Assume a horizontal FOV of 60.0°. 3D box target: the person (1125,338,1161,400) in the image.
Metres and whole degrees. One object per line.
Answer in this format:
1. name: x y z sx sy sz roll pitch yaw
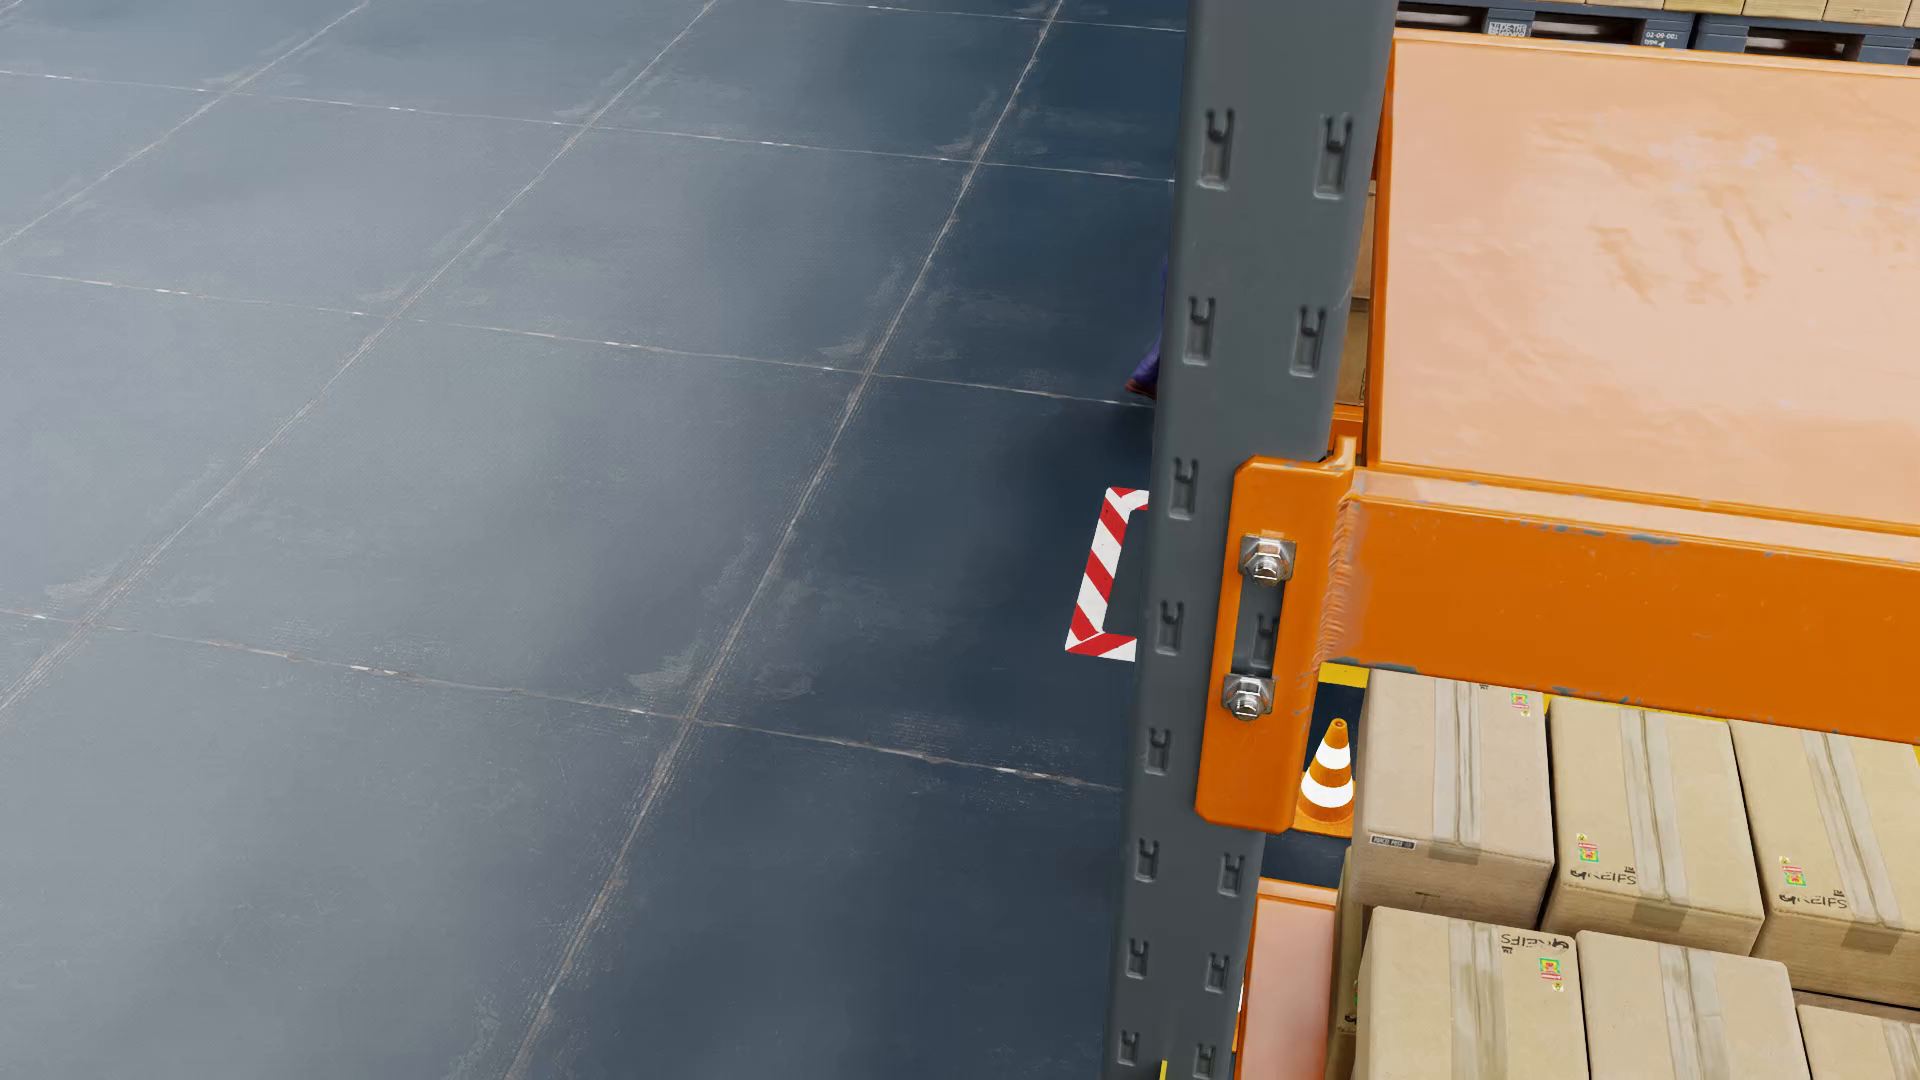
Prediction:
1. person: 1.452 -1.395 8.849 1.068 1.587 0.522 -9 38 -12
